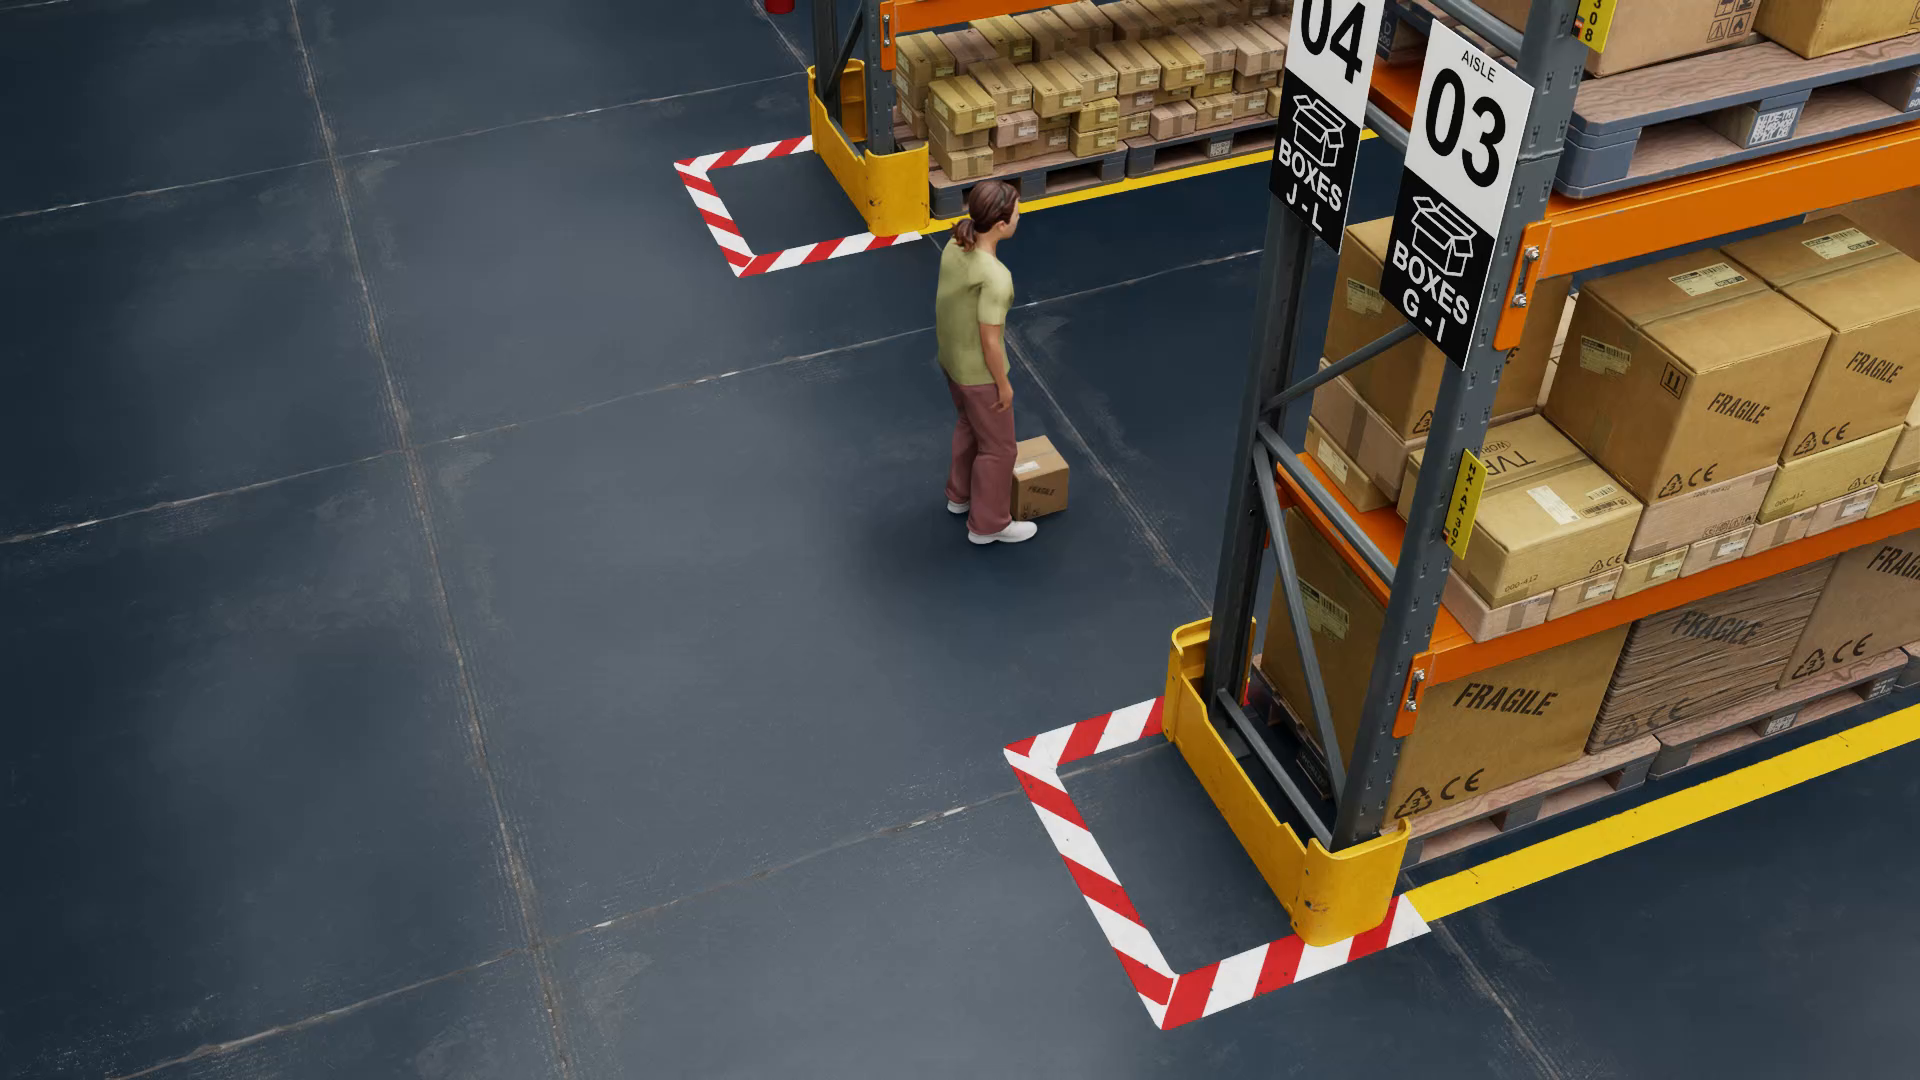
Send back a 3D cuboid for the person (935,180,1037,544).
[{"bbox_3d":[0.095,-0.738,6.984,0.362,1.671,0.506,-17,45,-18],"label":"person"}]
